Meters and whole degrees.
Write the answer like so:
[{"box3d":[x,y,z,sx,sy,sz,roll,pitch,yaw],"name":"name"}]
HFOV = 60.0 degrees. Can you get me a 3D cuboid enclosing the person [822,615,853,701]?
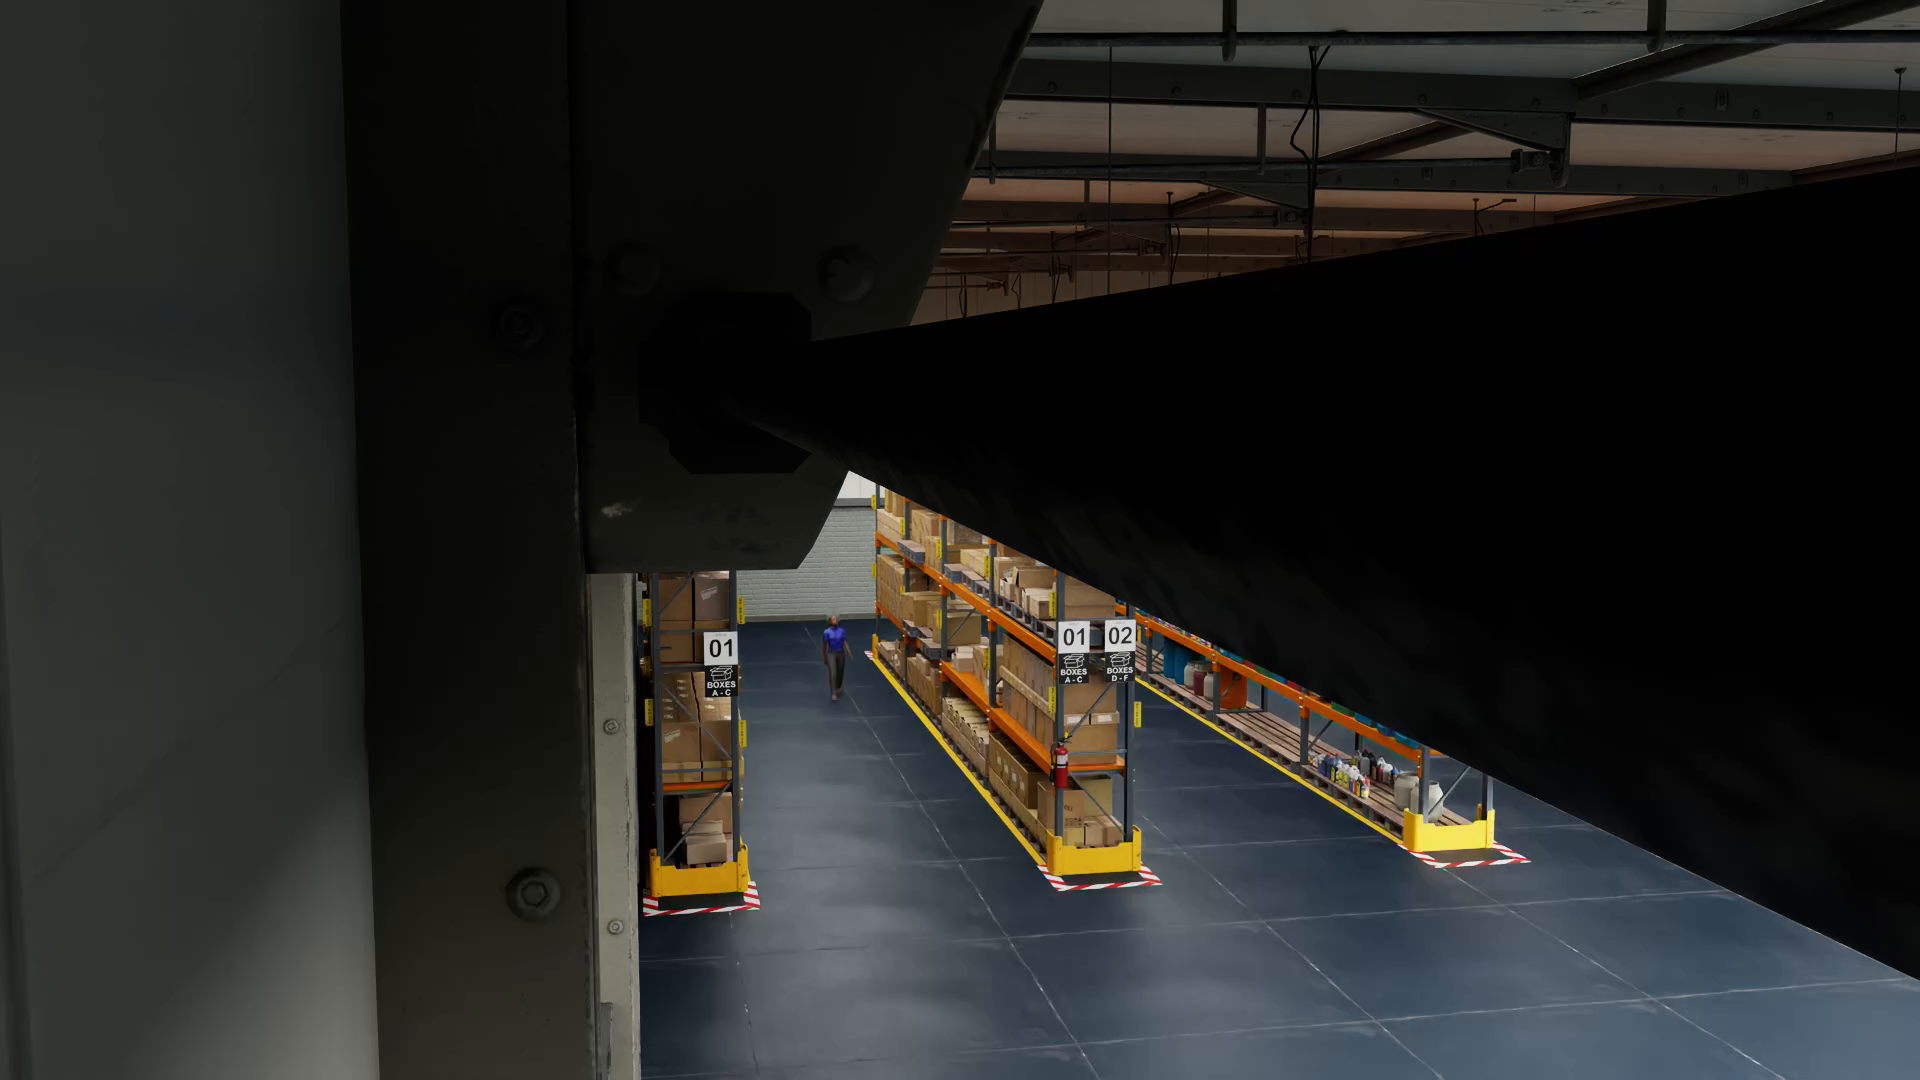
[{"box3d":[-2.372,2.245,32.061,0.552,1.589,0.987,-1,6,-11],"name":"person"}]
